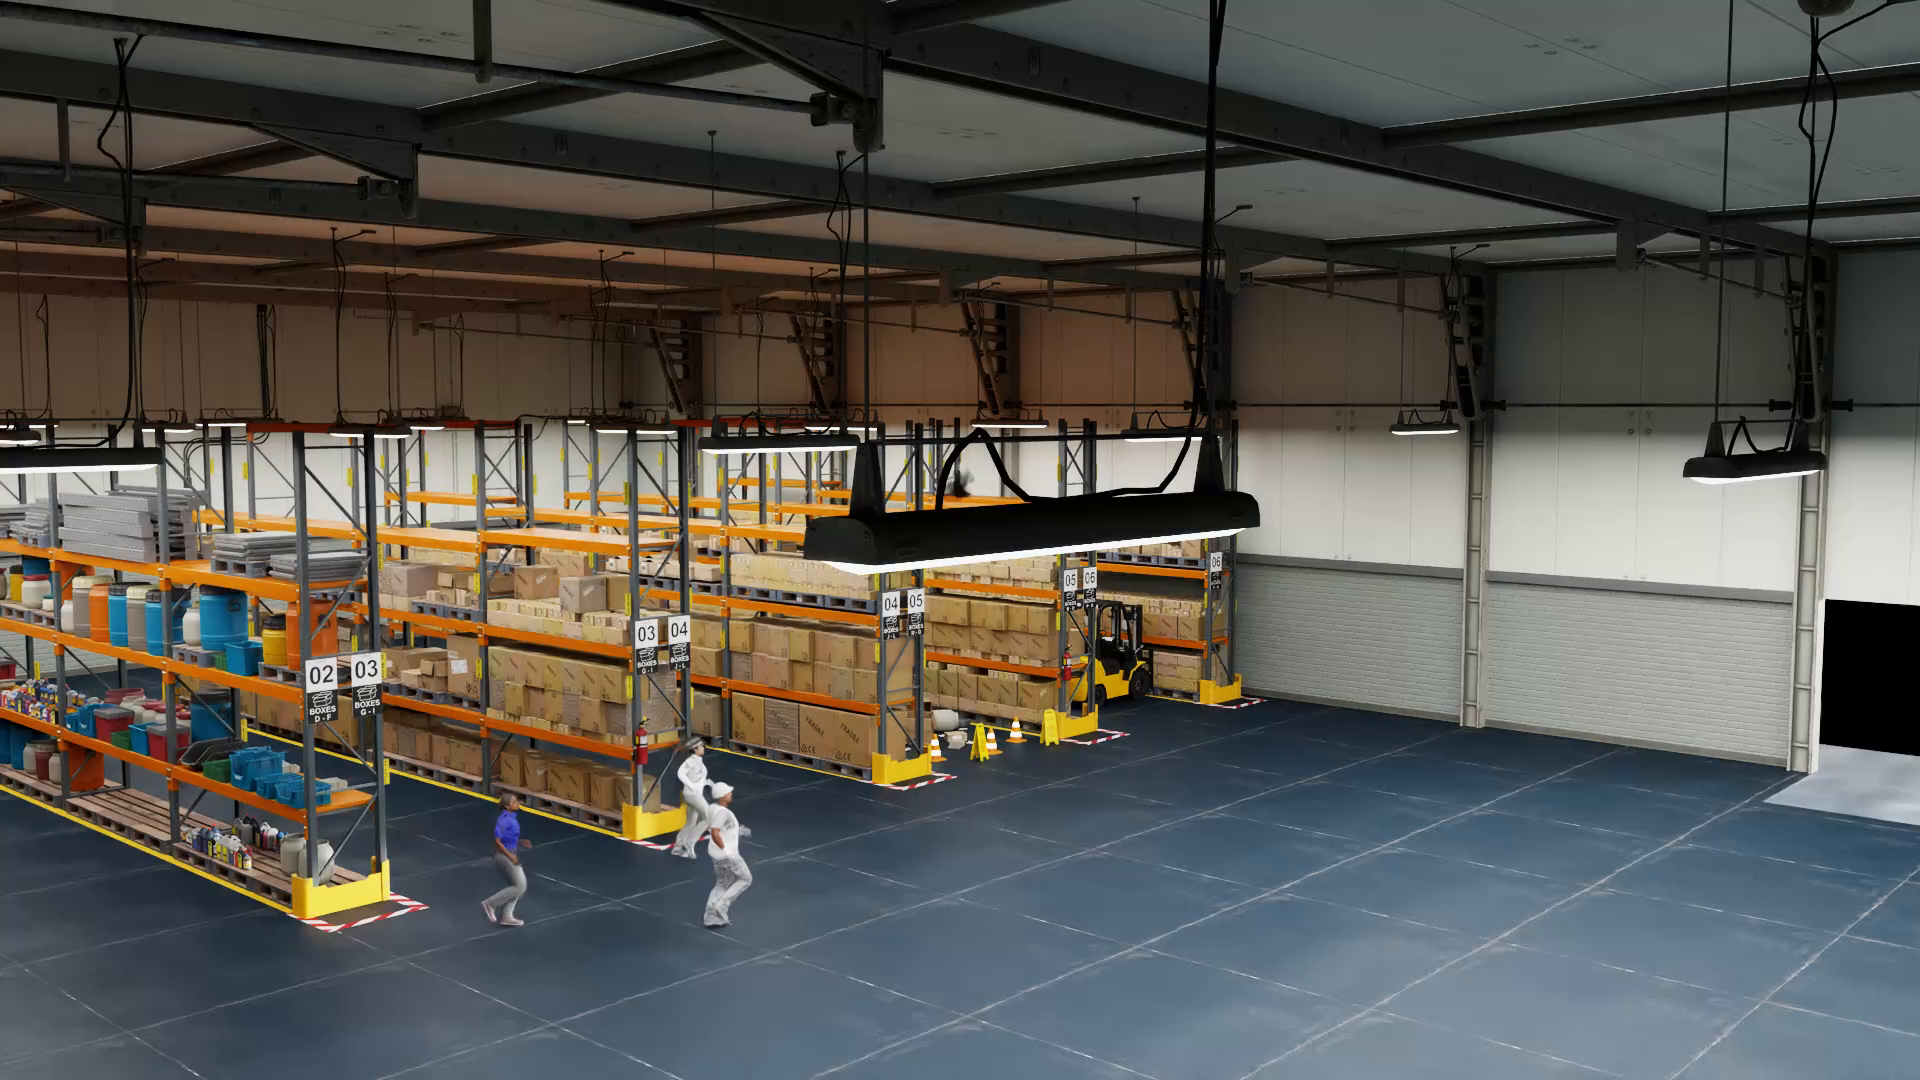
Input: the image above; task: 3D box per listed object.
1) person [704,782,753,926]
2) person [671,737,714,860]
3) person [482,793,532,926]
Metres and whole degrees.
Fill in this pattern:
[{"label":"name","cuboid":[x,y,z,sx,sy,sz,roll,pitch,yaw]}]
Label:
[{"label":"person","cuboid":[-2.808,3.795,20.163,0.638,1.741,0.667,-3,5,-29]},{"label":"person","cuboid":[-3.759,3.601,23.333,0.598,1.673,0.600,-1,5,-9]},{"label":"person","cuboid":[-5.507,3.881,20.214,0.595,1.628,0.571,-1,5,-14]}]
